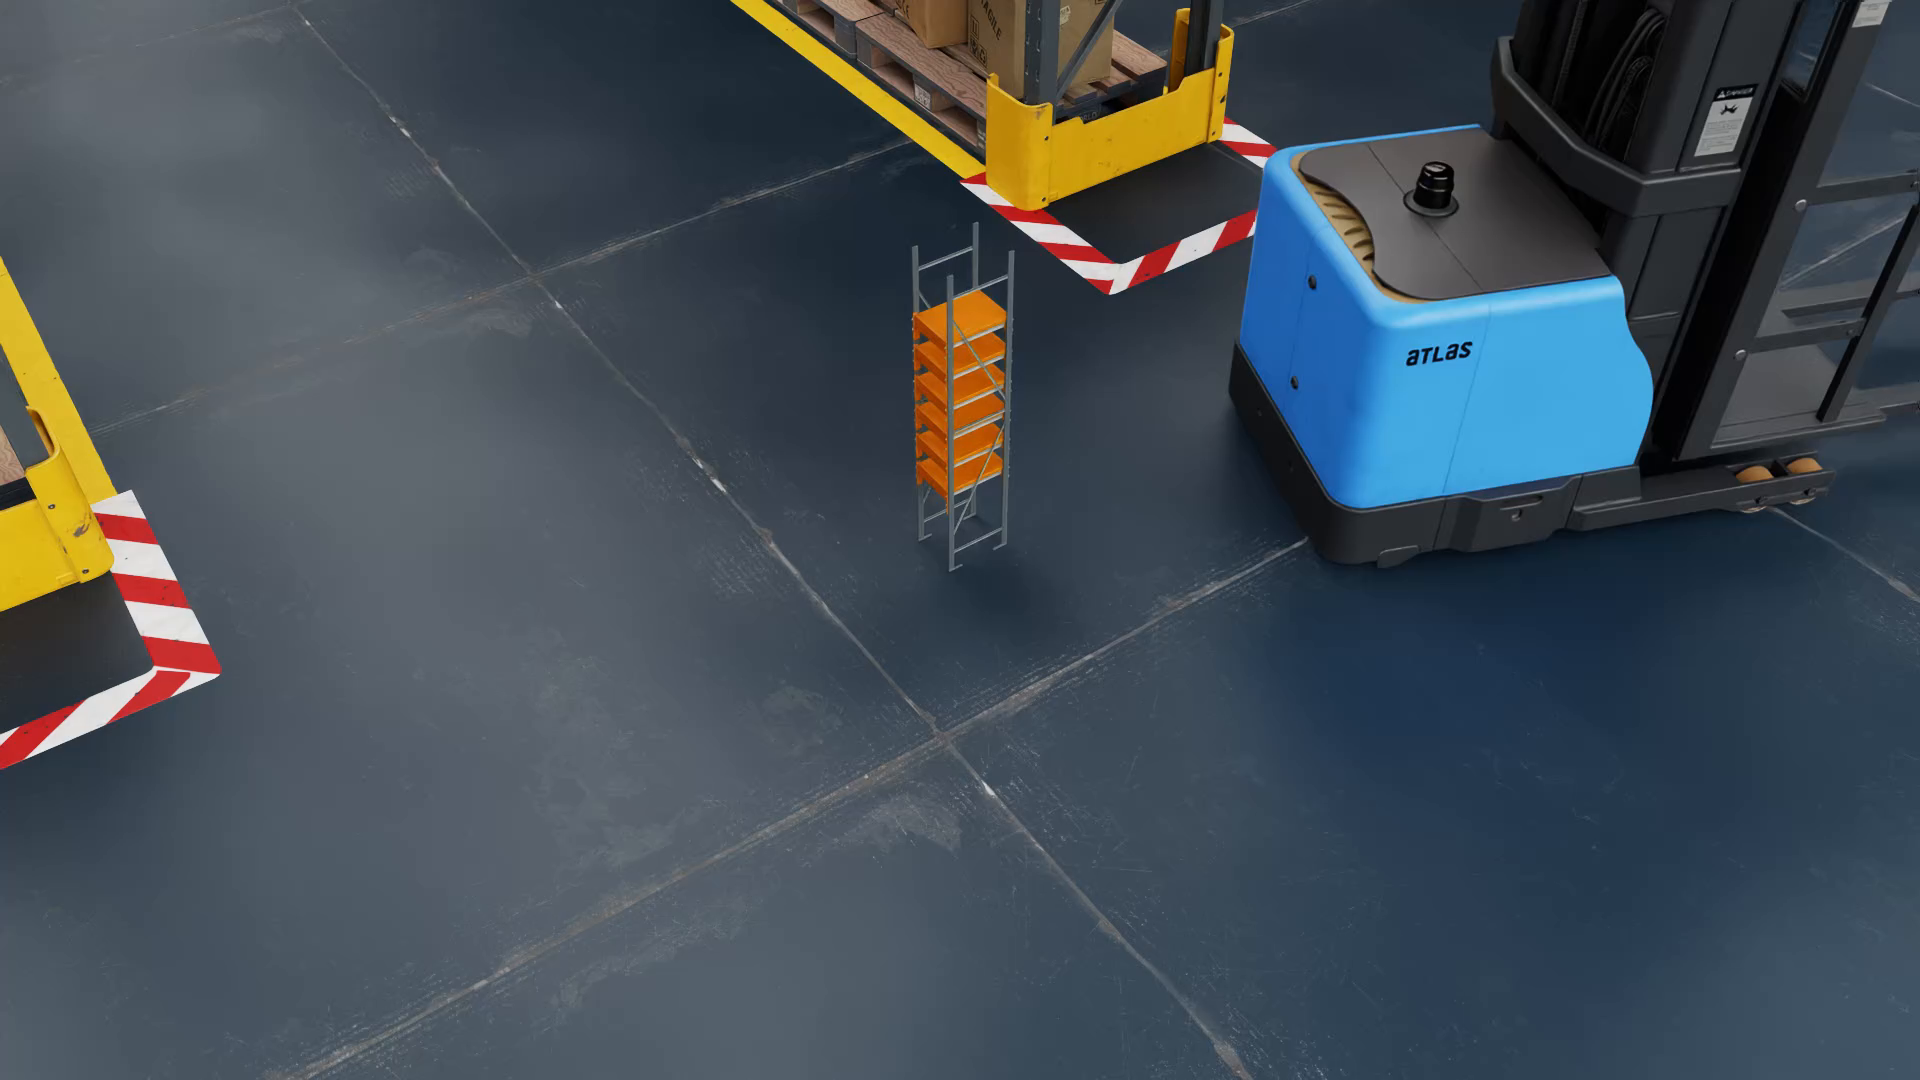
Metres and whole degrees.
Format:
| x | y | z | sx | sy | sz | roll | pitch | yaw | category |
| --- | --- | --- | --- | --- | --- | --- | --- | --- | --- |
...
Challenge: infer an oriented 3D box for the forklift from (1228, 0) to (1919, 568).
| x | y | z | sx | sy | sz | roll | pitch | yaw | category |
| --- | --- | --- | --- | --- | --- | --- | --- | --- | --- |
| 2.577 | -1.503 | 5.201 | 3.031 | 2.935 | 1.130 | -9 | 44 | -10 | forklift |

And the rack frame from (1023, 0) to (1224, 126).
| x | y | z | sx | sy | sz | roll | pitch | yaw | category |
| --- | --- | --- | --- | --- | --- | --- | --- | --- | --- |
| 0.709 | -2.787 | 6.497 | 1.000 | 3.000 | 0.127 | -26 | 49 | -24 | rack frame |

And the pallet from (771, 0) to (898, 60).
| x | y | z | sx | sy | sz | roll | pitch | yaw | category |
| --- | --- | --- | --- | --- | --- | --- | --- | --- | --- |
| -0.464 | -2.986 | 8.725 | 1.003 | 0.211 | 1.213 | -26 | 49 | -24 | pallet |

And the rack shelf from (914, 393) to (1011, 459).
| x | y | z | sx | sy | sz | roll | pitch | yaw | category |
| --- | --- | --- | --- | --- | --- | --- | --- | --- | --- |
| 0.008 | -0.394 | 5.358 | 0.258 | 0.103 | 0.180 | -26 | 49 | -24 | rack shelf |

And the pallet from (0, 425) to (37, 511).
| x | y | z | sx | sy | sz | roll | pitch | yaw | category |
| --- | --- | --- | --- | --- | --- | --- | --- | --- | --- |
| -3.896 | -0.309 | 5.920 | 1.003 | 0.211 | 1.213 | -26 | 49 | -24 | pallet |

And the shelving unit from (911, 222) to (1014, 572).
| x | y | z | sx | sy | sz | roll | pitch | yaw | category |
| --- | --- | --- | --- | --- | --- | --- | --- | --- | --- |
| 0.008 | -0.426 | 5.327 | 0.258 | 1.200 | 0.189 | -26 | 49 | -24 | shelving unit |

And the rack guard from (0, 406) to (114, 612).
| x | y | z | sx | sy | sz | roll | pitch | yaw | category |
| --- | --- | --- | --- | --- | --- | --- | --- | --- | --- |
| -3.435 | 0.049 | 5.337 | 1.175 | 0.500 | 0.348 | -26 | 49 | -24 | rack guard |

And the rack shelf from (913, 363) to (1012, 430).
| x | y | z | sx | sy | sz | roll | pitch | yaw | category |
| --- | --- | --- | --- | --- | --- | --- | --- | --- | --- |
| 0.008 | -0.480 | 5.275 | 0.258 | 0.103 | 0.180 | -26 | 49 | -24 | rack shelf |

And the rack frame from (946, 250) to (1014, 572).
| x | y | z | sx | sy | sz | roll | pitch | yaw | category |
| --- | --- | --- | --- | --- | --- | --- | --- | --- | --- |
| 0.061 | -0.374 | 5.273 | 0.240 | 1.200 | 0.006 | -26 | 49 | -24 | rack frame |

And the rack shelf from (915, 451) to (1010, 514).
| x | y | z | sx | sy | sz | roll | pitch | yaw | category |
| --- | --- | --- | --- | --- | --- | --- | --- | --- | --- |
| 0.008 | -0.220 | 5.524 | 0.258 | 0.103 | 0.180 | -26 | 49 | -24 | rack shelf |

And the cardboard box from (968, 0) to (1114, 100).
| x | y | z | sx | sy | sz | roll | pitch | yaw | category |
| --- | --- | --- | --- | --- | --- | --- | --- | --- | --- |
| 0.366 | -2.395 | 7.593 | 0.500 | 0.500 | 0.500 | -17 | 46 | -17 | cardboard box |

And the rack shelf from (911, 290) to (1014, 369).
| x | y | z | sx | sy | sz | roll | pitch | yaw | category |
| --- | --- | --- | --- | --- | --- | --- | --- | --- | --- |
| 0.008 | -0.654 | 5.109 | 0.258 | 0.103 | 0.180 | -26 | 49 | -24 | rack shelf |

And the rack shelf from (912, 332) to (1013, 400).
| x | y | z | sx | sy | sz | roll | pitch | yaw | category |
| --- | --- | --- | --- | --- | --- | --- | --- | --- | --- |
| 0.008 | -0.567 | 5.192 | 0.258 | 0.103 | 0.180 | -26 | 49 | -24 | rack shelf |

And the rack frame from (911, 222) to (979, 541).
| x | y | z | sx | sy | sz | roll | pitch | yaw | category |
| --- | --- | --- | --- | --- | --- | --- | --- | --- | --- |
| -0.044 | -0.478 | 5.381 | 0.240 | 1.200 | 0.006 | -26 | 49 | -24 | rack frame |

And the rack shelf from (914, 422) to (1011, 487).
| x | y | z | sx | sy | sz | roll | pitch | yaw | category |
| --- | --- | --- | --- | --- | --- | --- | --- | --- | --- |
| 0.008 | -0.307 | 5.441 | 0.258 | 0.103 | 0.180 | -26 | 49 | -24 | rack shelf |

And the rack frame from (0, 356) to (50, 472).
| x | y | z | sx | sy | sz | roll | pitch | yaw | category |
| --- | --- | --- | --- | --- | --- | --- | --- | --- | --- |
| -3.353 | -0.831 | 4.448 | 1.000 | 3.000 | 0.127 | -26 | 49 | -24 | rack frame |

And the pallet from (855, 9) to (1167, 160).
| x | y | z | sx | sy | sz | roll | pitch | yaw | category |
| --- | --- | --- | --- | --- | --- | --- | --- | --- | --- |
| 0.230 | -2.296 | 8.002 | 1.003 | 0.211 | 1.213 | -26 | 49 | -24 | pallet |

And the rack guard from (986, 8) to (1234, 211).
| x | y | z | sx | sy | sz | roll | pitch | yaw | category |
| --- | --- | --- | --- | --- | --- | --- | --- | --- | --- |
| 0.666 | -1.926 | 7.406 | 1.175 | 0.500 | 0.348 | -26 | 49 | -24 | rack guard |

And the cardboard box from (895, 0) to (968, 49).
| x | y | z | sx | sy | sz | roll | pitch | yaw | category |
| --- | --- | --- | --- | --- | --- | --- | --- | --- | --- |
| -0.004 | -2.720 | 7.933 | 0.500 | 0.500 | 0.500 | -14 | 45 | -14 | cardboard box |
